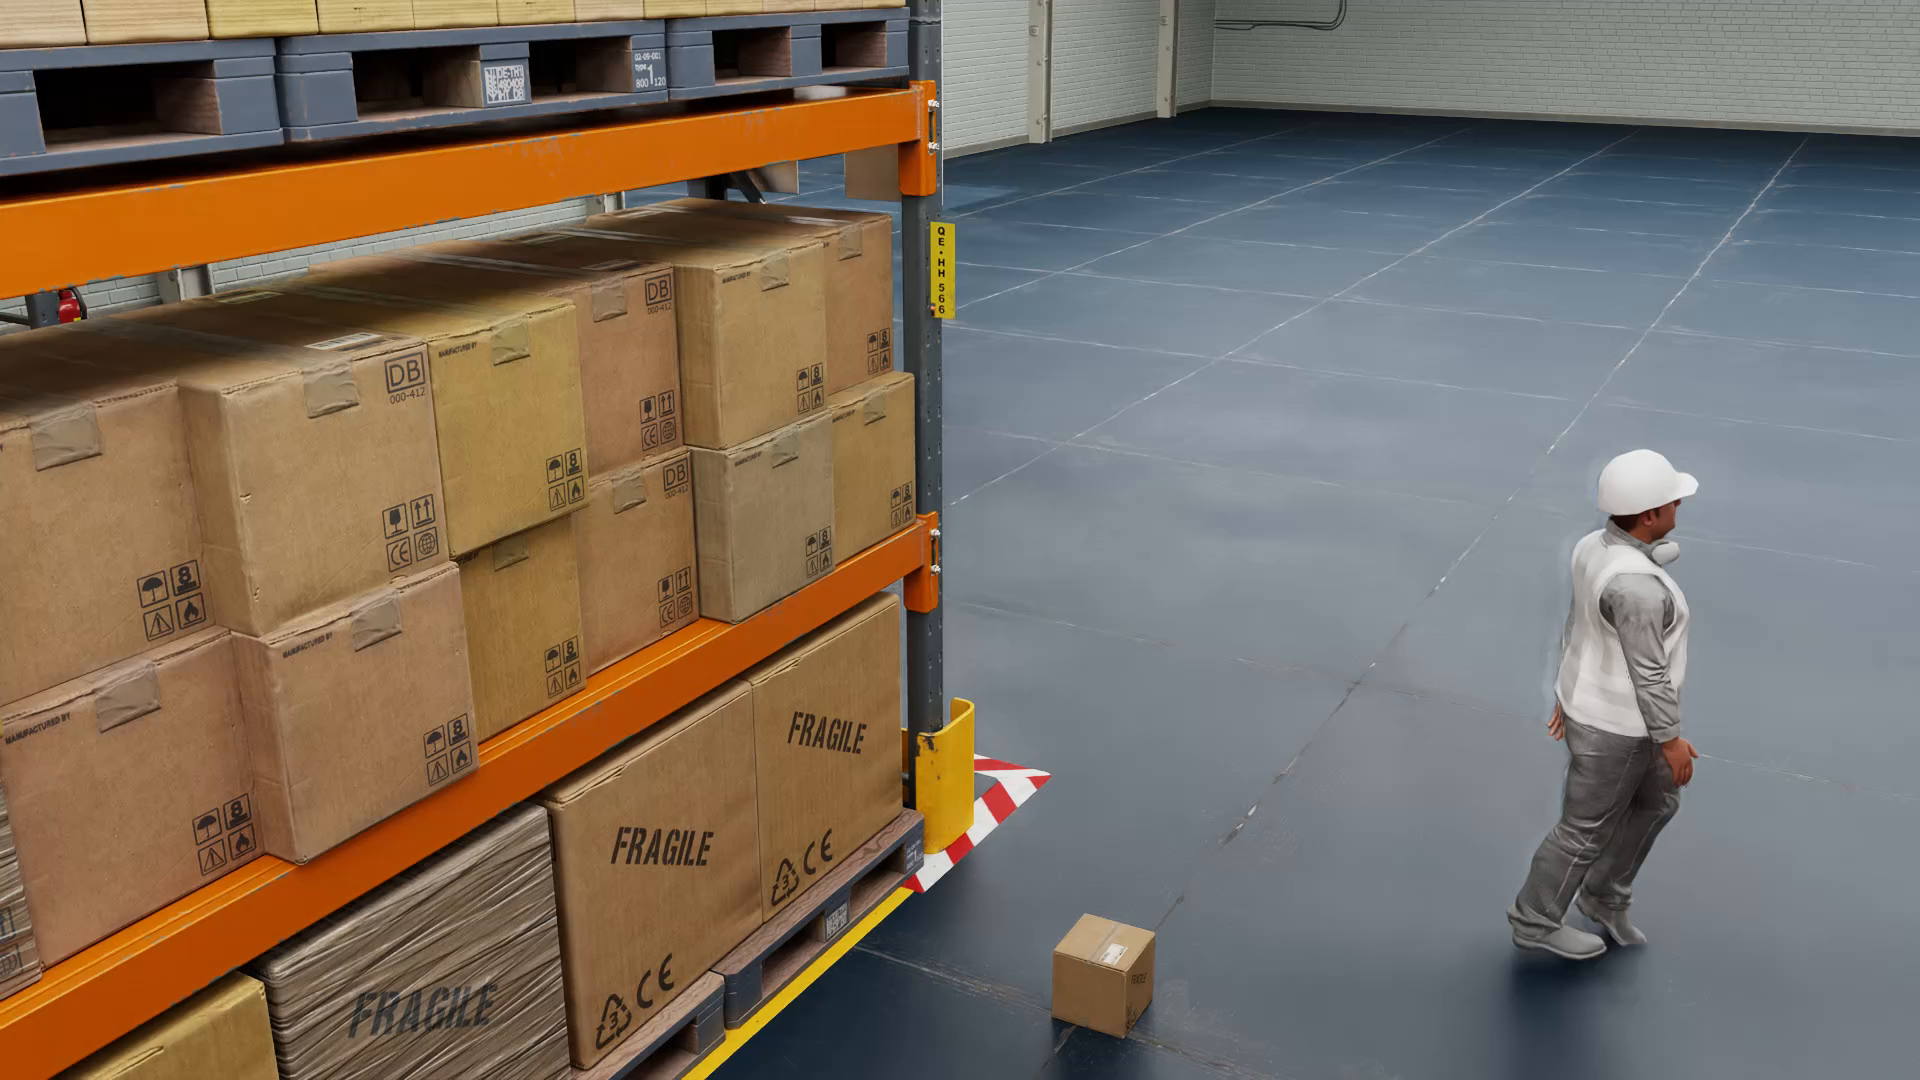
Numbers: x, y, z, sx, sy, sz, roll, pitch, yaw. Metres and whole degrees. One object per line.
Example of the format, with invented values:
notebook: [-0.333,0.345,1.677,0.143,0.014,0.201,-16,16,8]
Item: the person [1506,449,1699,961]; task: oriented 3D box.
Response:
person: [2.125,0.589,5.373,0.538,1.831,0.532,3,20,9]
